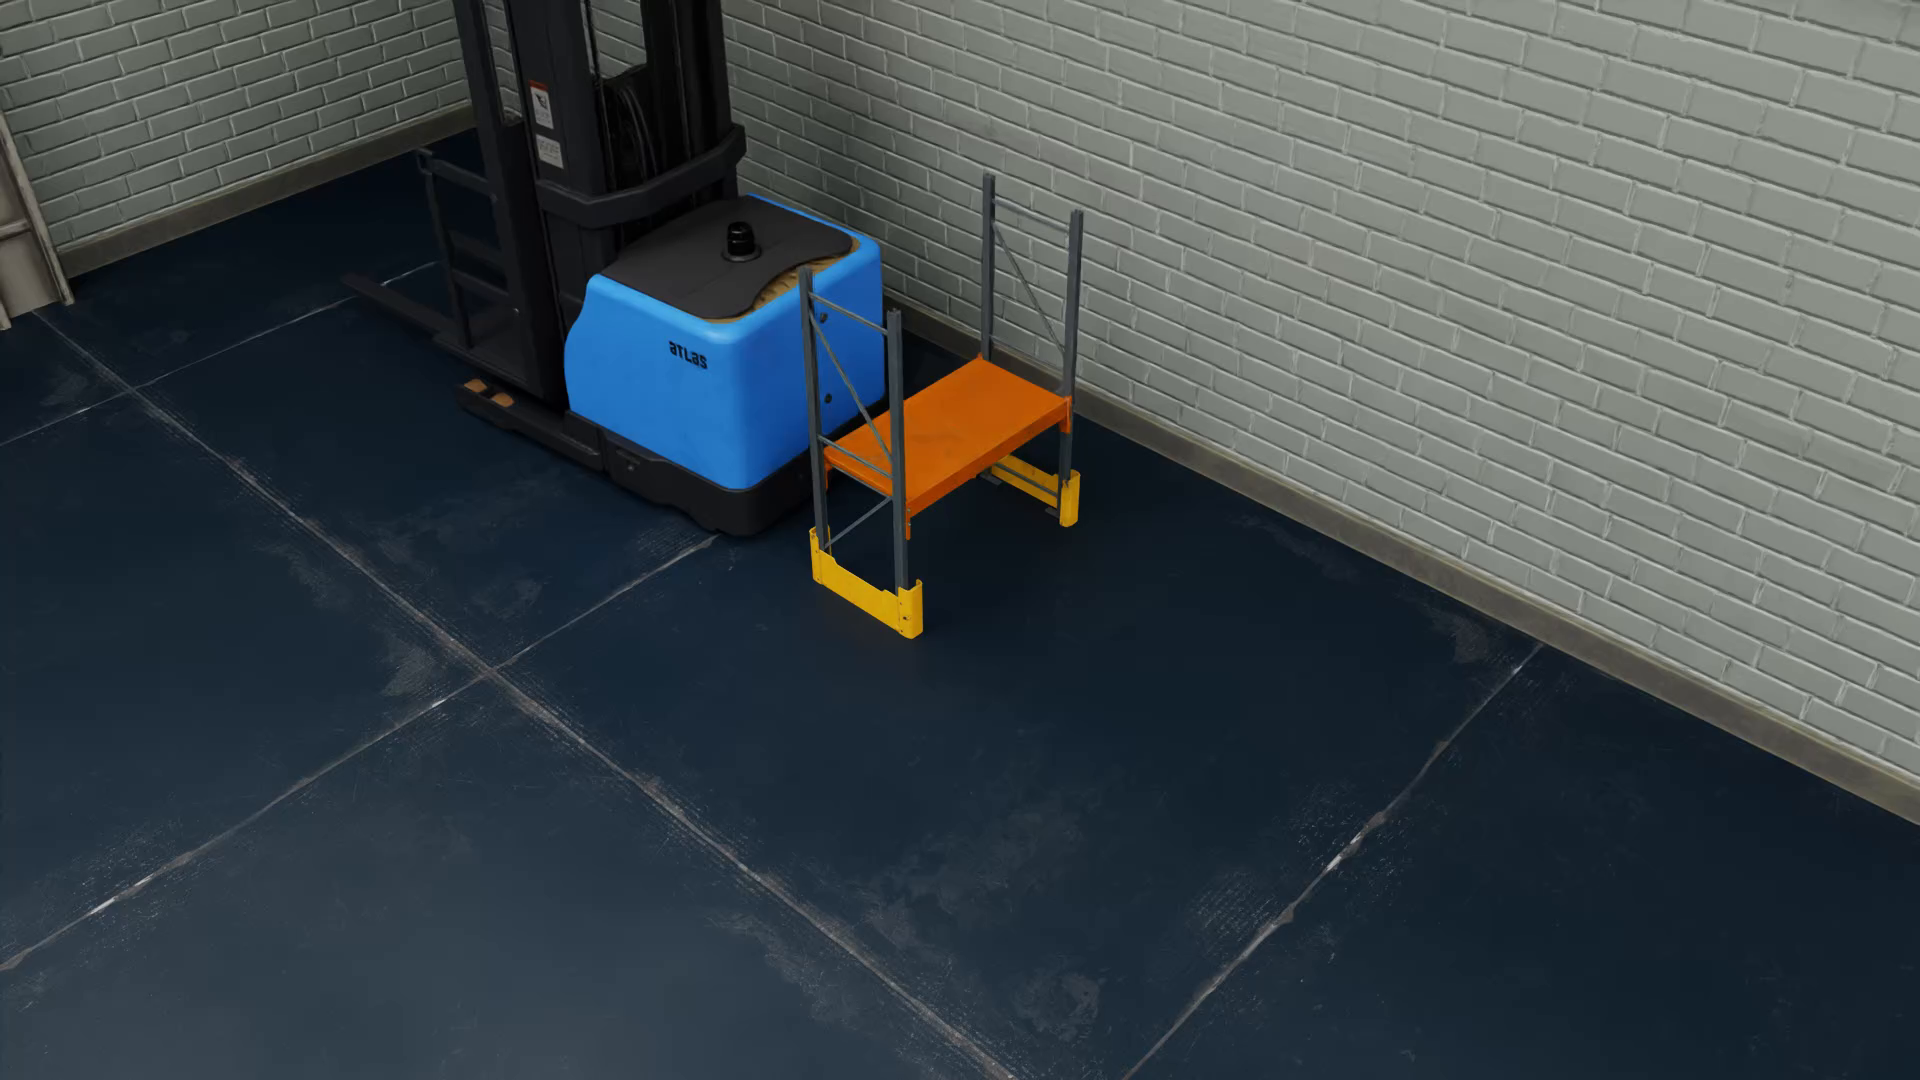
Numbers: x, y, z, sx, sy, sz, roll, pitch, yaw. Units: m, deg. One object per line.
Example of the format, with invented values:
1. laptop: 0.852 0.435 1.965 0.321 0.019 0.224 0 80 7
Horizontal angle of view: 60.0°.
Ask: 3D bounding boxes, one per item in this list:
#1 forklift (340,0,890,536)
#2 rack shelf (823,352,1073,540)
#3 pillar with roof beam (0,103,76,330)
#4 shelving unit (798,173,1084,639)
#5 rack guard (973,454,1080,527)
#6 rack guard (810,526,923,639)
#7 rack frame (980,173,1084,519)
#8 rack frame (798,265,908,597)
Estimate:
1. forklift: -1.801 -1.913 7.301 3.031 2.935 1.130 26 45 29
2. rack shelf: -0.058 -0.407 6.846 0.538 0.185 1.000 30 47 32
3. pillar with roof beam: -1.768 -2.953 3.734 9.100 9.000 0.400 30 47 32
4. shelving unit: -0.051 -0.552 6.739 0.587 1.500 1.083 30 47 32
5. rack guard: 0.285 -0.292 7.416 0.587 0.250 0.087 30 47 32
6. rack guard: -0.387 0.166 6.840 0.587 0.250 0.087 30 47 32
7. rack frame: 0.285 -0.781 7.028 0.500 1.500 0.032 30 47 32
8. rack frame: -0.401 -0.314 6.440 0.500 1.500 0.032 30 47 32
